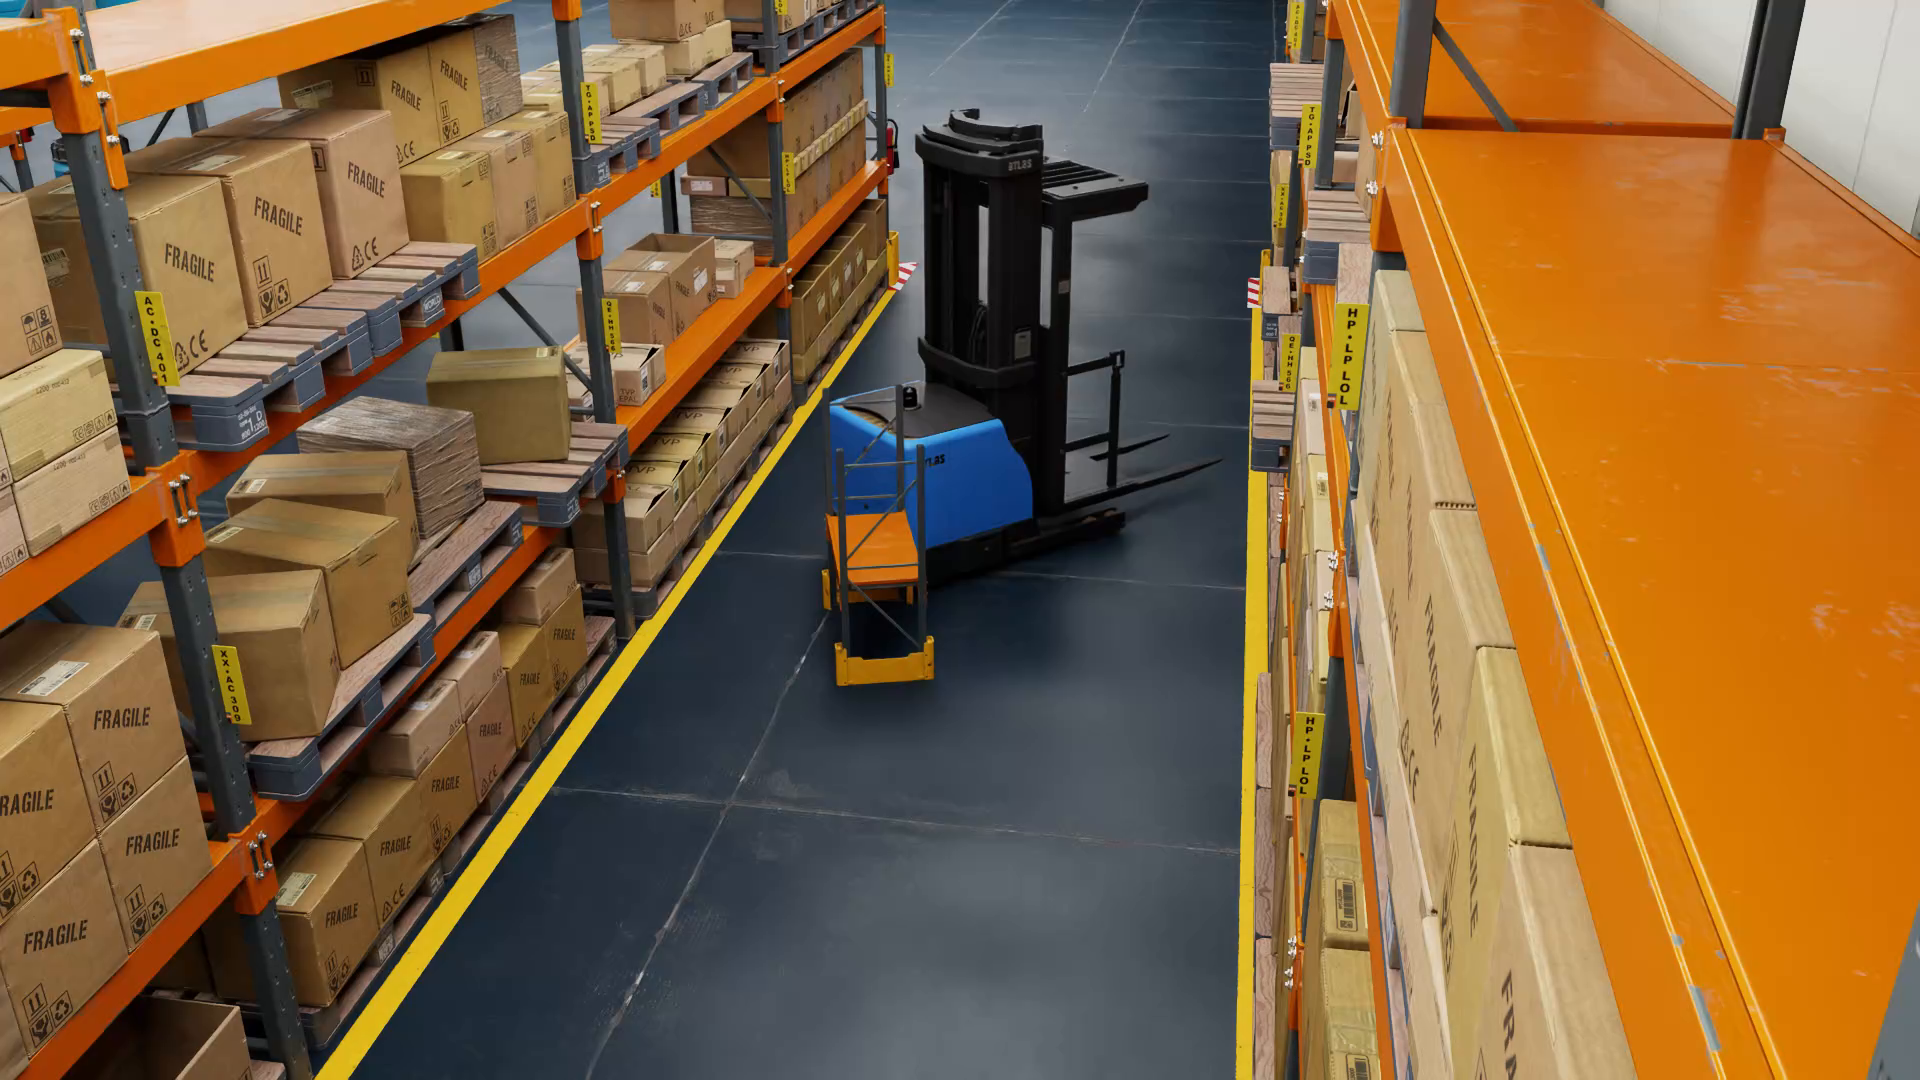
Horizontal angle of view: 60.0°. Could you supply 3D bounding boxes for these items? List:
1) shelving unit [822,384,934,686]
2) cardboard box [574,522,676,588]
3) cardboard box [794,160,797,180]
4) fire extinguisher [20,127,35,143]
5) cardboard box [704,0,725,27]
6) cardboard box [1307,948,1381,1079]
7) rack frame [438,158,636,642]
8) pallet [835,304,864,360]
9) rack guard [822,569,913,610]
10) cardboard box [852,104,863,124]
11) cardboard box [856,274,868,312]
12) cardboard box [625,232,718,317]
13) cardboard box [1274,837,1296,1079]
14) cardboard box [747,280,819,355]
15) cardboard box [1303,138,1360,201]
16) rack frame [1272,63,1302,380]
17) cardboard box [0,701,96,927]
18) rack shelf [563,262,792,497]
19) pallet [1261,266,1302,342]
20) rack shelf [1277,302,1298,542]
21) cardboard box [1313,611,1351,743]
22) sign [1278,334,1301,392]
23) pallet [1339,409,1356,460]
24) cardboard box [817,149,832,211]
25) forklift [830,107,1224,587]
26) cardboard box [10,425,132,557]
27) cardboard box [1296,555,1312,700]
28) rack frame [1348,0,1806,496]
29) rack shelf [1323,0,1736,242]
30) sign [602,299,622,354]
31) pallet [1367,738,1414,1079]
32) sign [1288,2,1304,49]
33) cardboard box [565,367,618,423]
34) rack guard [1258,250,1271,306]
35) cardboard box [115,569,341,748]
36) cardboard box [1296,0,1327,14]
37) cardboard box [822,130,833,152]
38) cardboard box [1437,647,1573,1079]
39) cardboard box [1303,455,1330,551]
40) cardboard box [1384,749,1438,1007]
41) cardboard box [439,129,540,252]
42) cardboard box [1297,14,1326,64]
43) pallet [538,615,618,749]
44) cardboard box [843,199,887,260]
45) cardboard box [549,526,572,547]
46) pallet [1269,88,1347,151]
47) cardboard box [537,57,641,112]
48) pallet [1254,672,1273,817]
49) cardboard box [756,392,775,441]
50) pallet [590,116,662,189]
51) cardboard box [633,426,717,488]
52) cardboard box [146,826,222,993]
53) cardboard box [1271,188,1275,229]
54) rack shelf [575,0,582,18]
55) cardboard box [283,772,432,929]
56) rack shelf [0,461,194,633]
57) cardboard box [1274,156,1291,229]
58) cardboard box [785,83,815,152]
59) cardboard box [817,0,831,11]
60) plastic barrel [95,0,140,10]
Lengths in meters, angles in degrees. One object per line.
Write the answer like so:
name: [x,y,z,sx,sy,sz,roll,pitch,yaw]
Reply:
shelving unit: [-0.525,-0.051,10.134,0.587,1.500,1.083,-4,25,-8]
cardboard box: [-2.180,0.074,10.846,0.500,0.250,0.500,4,25,8]
cardboard box: [-1.586,-3.106,14.009,0.380,0.149,0.250,3,25,7]
fire extinguisher: [-10.548,-4.797,18.596,0.296,0.674,0.183,4,25,9]
cardboard box: [-2.042,-4.021,12.104,0.500,0.500,0.500,4,25,9]
cardboard box: [1.449,1.627,4.426,0.980,0.700,0.700,3,25,7]
rack frame: [-2.556,-0.782,9.927,1.000,3.000,0.127,4,25,9]
pallet: [-1.534,-2.034,15.890,1.003,0.211,1.213,4,25,9]
rack guard: [-0.600,0.306,10.845,0.587,0.250,0.087,-4,25,-8]
cardboard box: [-1.164,-4.185,16.313,0.380,0.149,0.250,5,25,10]
cardboard box: [-1.194,-2.409,16.151,0.500,0.250,0.500,4,25,9]
cardboard box: [-2.130,-1.960,12.326,0.500,0.500,0.500,6,26,12]
cardboard box: [1.656,1.735,6.590,0.750,0.750,0.750,4,25,9]
cardboard box: [-1.517,-1.912,14.204,0.500,0.500,0.500,4,25,9]
cardboard box: [2.183,-2.088,9.260,0.500,0.311,0.500,4,25,9]
rack frame: [2.986,-2.114,12.772,1.000,3.000,0.127,4,25,9]
cardboard box: [-3.118,0.836,5.172,0.500,0.500,0.500,4,25,8]
rack shelf: [-2.229,-1.293,11.867,1.077,0.370,4.000,4,25,9]
pallet: [2.717,-1.717,12.151,1.003,0.211,1.213,4,25,9]
rack shelf: [2.659,-0.951,11.137,1.077,0.370,4.000,4,25,9]
cardboard box: [1.502,0.490,5.831,0.500,0.250,0.500,5,25,10]
sign: [1.795,-0.963,9.041,0.100,0.325,0.005,4,25,9]
pallet: [1.779,-0.427,5.855,0.805,0.209,1.217,3,25,6]
cardboard box: [-1.588,-3.332,15.255,0.700,0.500,0.500,5,26,10]
forklift: [0.571,-1.490,11.521,3.031,2.935,1.130,-17,30,-32]
cardboard box: [-3.027,-0.178,5.275,0.500,0.250,0.500,4,25,9]
cardboard box: [1.669,0.409,6.890,0.500,0.500,0.500,4,25,9]
rack frame: [1.678,-1.485,4.352,1.000,3.000,0.127,4,25,9]
rack shelf: [2.005,-1.814,6.376,1.077,0.370,4.000,4,25,9]
sign: [-2.019,-1.237,9.627,0.100,0.325,0.005,4,25,9]
pallet: [1.332,0.764,3.190,1.003,0.211,1.213,4,25,9]
sign: [2.449,-3.741,12.100,0.100,0.325,0.005,4,25,9]
cardboard box: [-2.453,-0.891,10.265,0.500,0.311,0.500,6,26,12]
rack guard: [3.627,-2.623,16.808,1.175,0.500,0.348,4,25,9]
cardboard box: [-2.911,0.472,6.633,0.700,0.500,0.500,-4,25,-9]
cardboard box: [2.800,-4.208,12.386,0.500,0.500,0.500,2,25,4]
cardboard box: [-1.374,-3.645,15.161,0.380,0.149,0.250,4,25,8]
cardboard box: [0.967,0.506,2.316,0.500,0.500,0.500,5,26,10]
cardboard box: [1.761,-0.149,7.198,0.500,0.250,0.500,4,25,7]
cardboard box: [1.046,0.619,2.960,0.500,0.250,0.500,3,25,7]
cardboard box: [-2.677,-1.788,8.420,0.910,0.500,0.500,4,25,9]
cardboard box: [2.825,-3.756,12.600,0.500,0.500,0.500,5,25,10]
pallet: [-2.715,0.790,9.857,1.003,0.211,1.213,4,25,9]
cardboard box: [-1.042,-3.168,16.887,0.500,0.500,0.500,4,25,9]
cardboard box: [-2.713,-0.217,10.807,0.500,0.311,0.500,5,25,10]
pallet: [2.613,-2.702,10.713,1.213,0.211,1.003,4,25,9]
cardboard box: [-2.365,-2.916,10.629,0.500,0.250,0.500,4,25,7]
pallet: [2.129,1.147,9.095,1.003,0.211,1.213,4,25,9]
cardboard box: [-1.768,-0.995,13.130,0.500,0.250,0.500,4,25,8]
pallet: [-2.533,-2.345,9.951,1.213,0.211,1.003,5,26,11]
cardboard box: [-2.017,-0.613,11.653,0.500,0.311,0.500,3,25,7]
cardboard box: [-3.412,1.597,7.273,0.500,0.500,0.500,4,25,8]
cardboard box: [3.002,-2.904,14.612,0.500,0.250,0.500,4,25,9]
rack shelf: [-2.229,-3.829,10.680,1.077,0.370,4.000,4,25,9]
cardboard box: [-2.814,1.414,7.664,0.500,0.500,0.500,4,25,9]
rack shelf: [-3.536,0.694,4.083,1.077,0.370,4.000,4,25,9]
cardboard box: [2.834,-2.823,13.555,0.500,0.500,0.500,4,25,8]
cardboard box: [-1.672,-3.695,14.502,0.700,0.500,0.500,4,25,8]
cardboard box: [-1.508,-4.794,14.178,0.797,0.503,0.637,7,26,14]
plastic barrel: [-6.657,-4.158,13.009,0.600,0.901,0.708,4,25,9]
